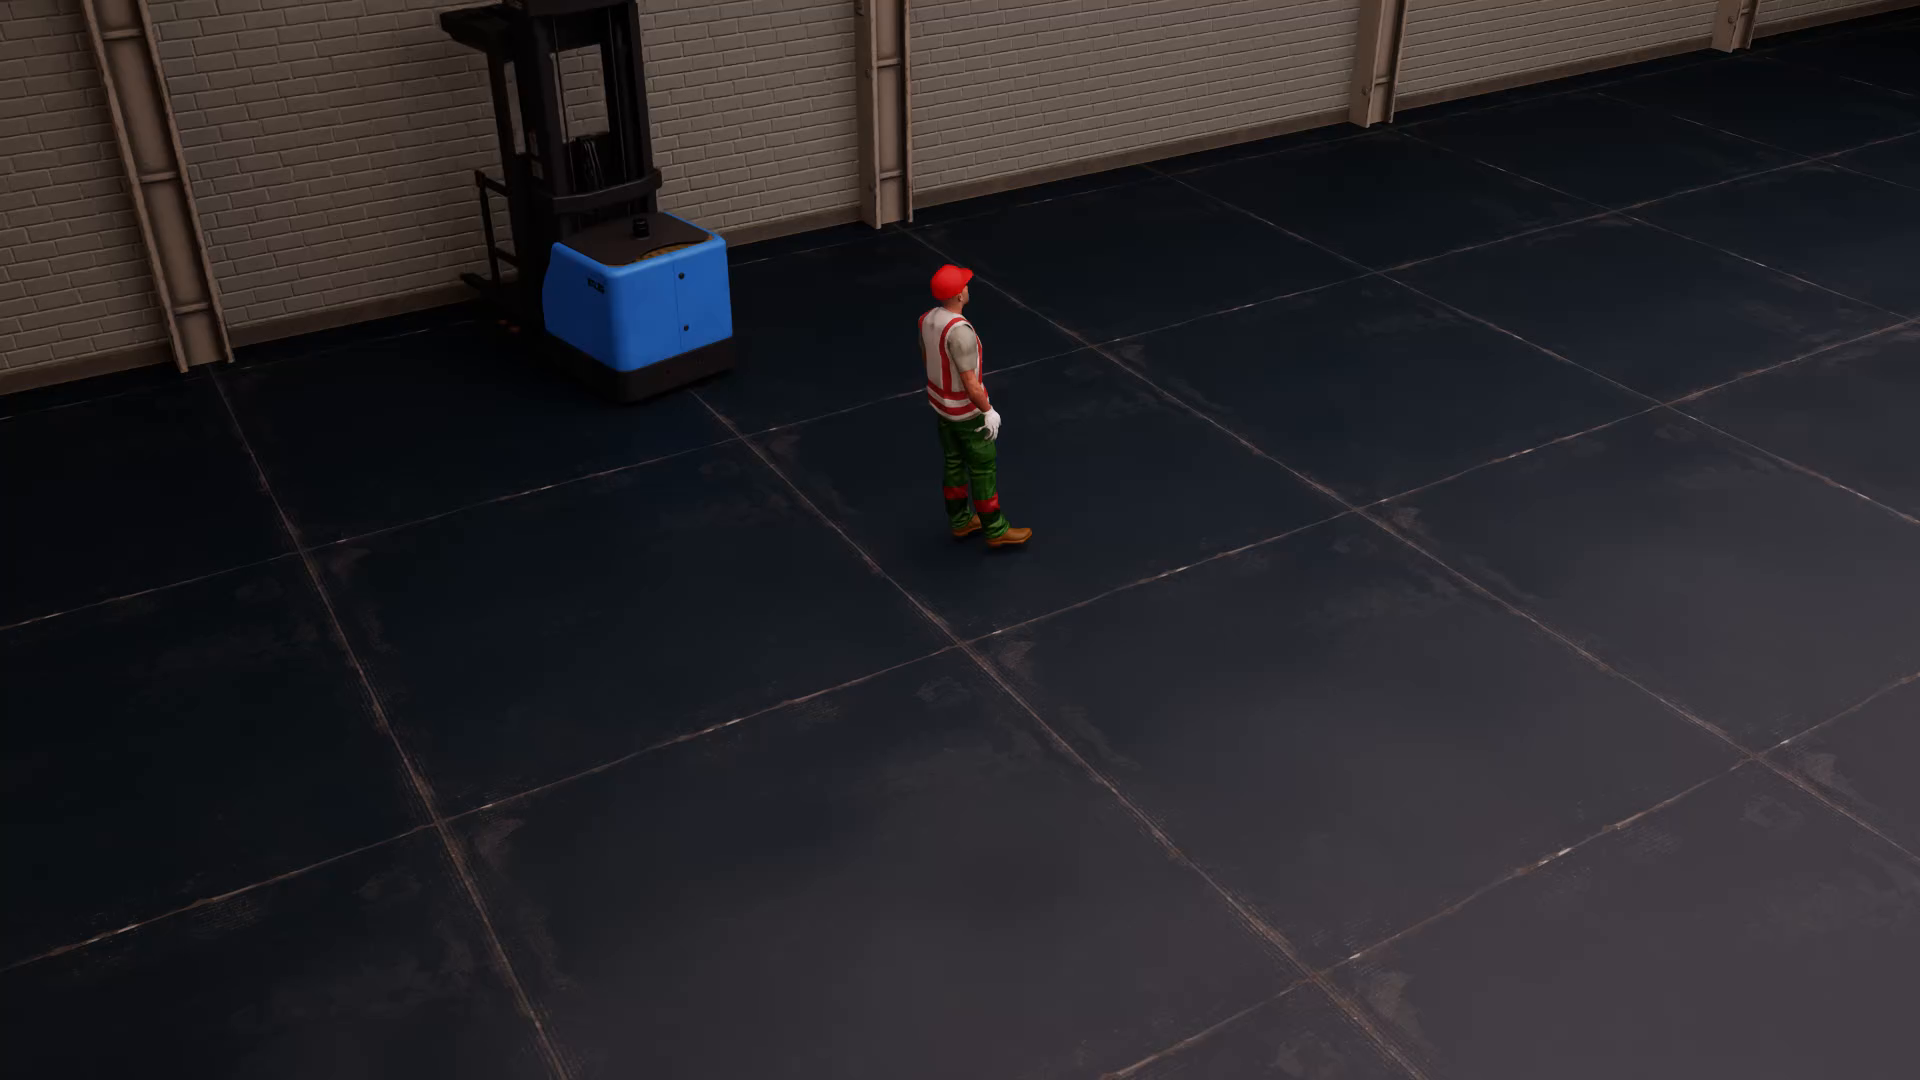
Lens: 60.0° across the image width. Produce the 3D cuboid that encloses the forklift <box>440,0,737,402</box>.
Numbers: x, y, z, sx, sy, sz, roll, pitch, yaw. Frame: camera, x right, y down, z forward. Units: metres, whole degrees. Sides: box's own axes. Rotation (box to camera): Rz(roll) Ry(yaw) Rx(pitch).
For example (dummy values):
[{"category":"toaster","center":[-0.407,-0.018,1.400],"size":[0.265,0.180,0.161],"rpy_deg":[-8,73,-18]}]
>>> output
[{"category":"forklift","center":[-3.055,-2.921,12.526],"size":[1.130,2.935,3.031],"rpy_deg":[-25,39,-36]}]

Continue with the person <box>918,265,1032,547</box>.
[{"category":"person","center":[0.075,-0.825,10.042],"size":[0.561,1.789,0.637],"rpy_deg":[-17,35,-26]}]
